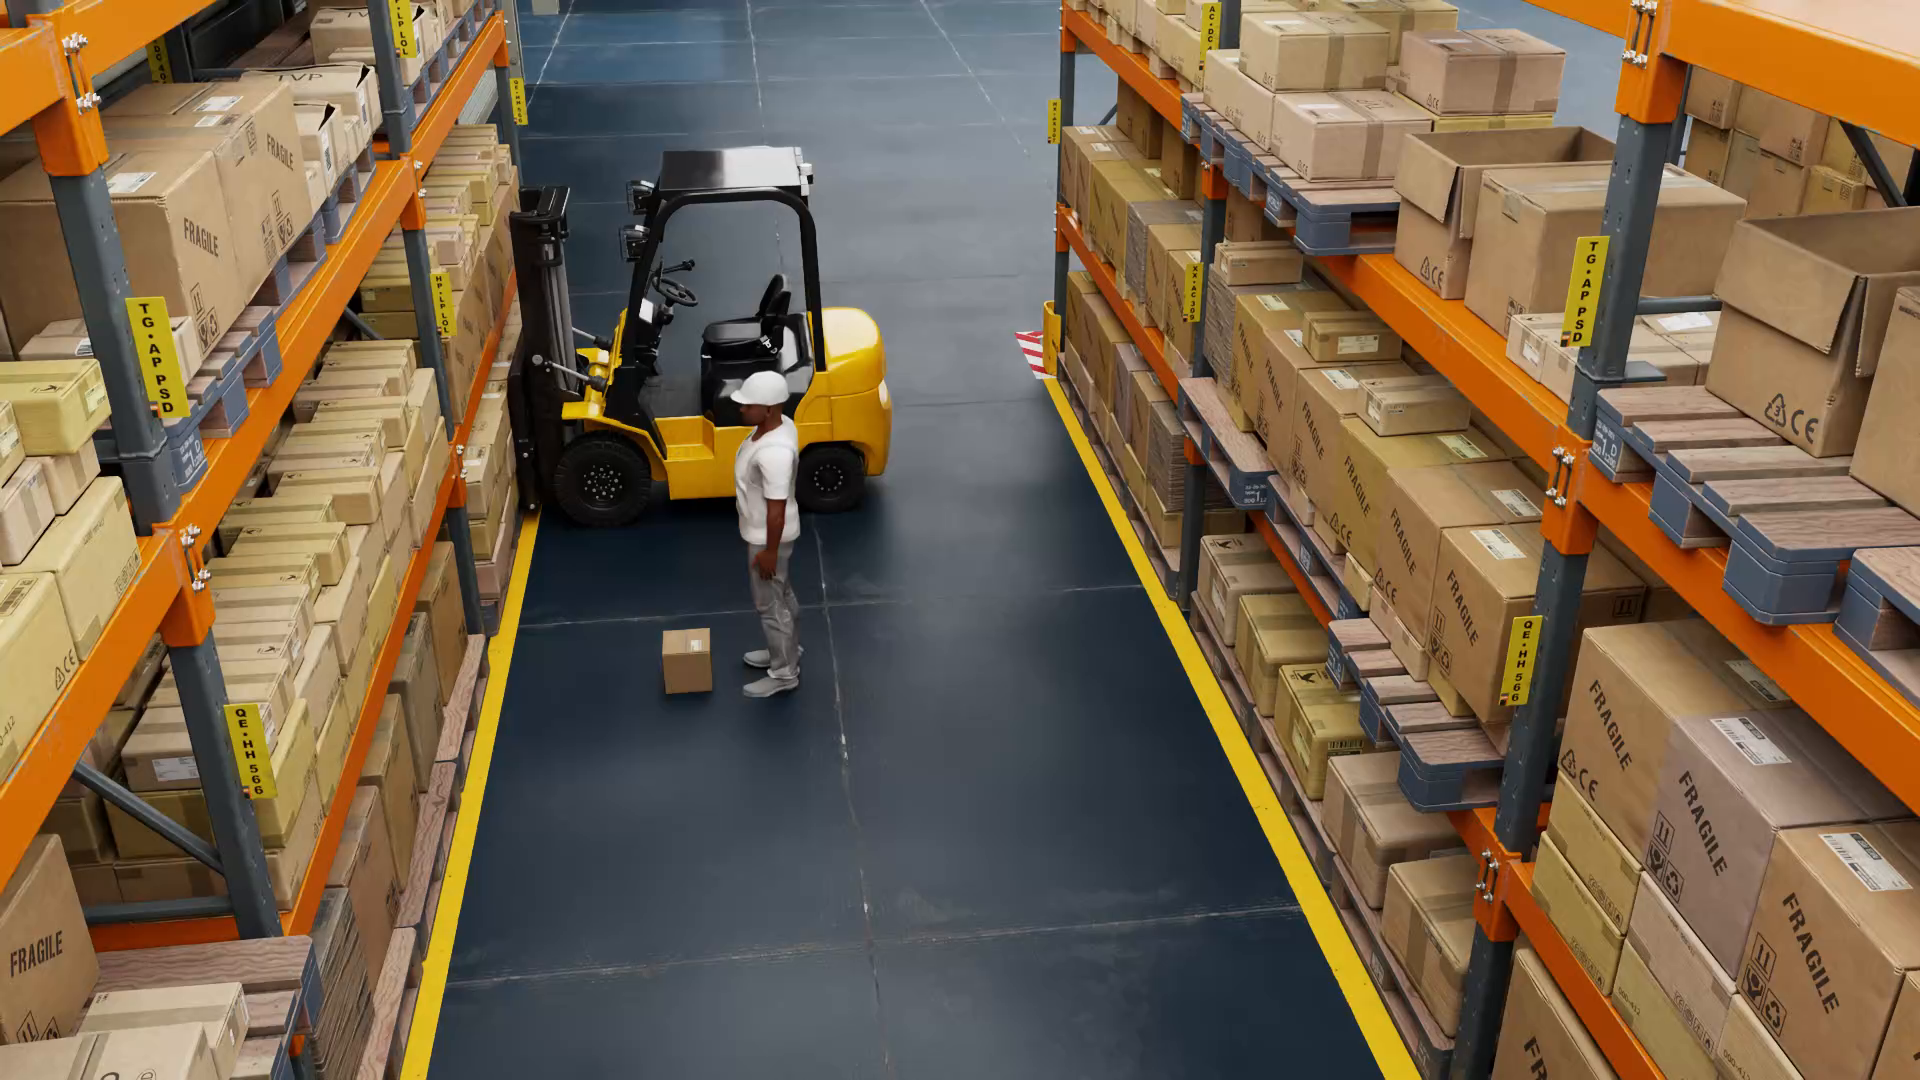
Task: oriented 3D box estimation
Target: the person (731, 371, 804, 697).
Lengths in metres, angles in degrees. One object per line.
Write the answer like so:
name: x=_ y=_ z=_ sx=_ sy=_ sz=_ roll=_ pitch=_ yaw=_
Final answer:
person: x=-1.004 y=-0.039 z=8.681 sx=0.372 sy=1.780 sz=0.570 roll=-3 pitch=27 yaw=-6
